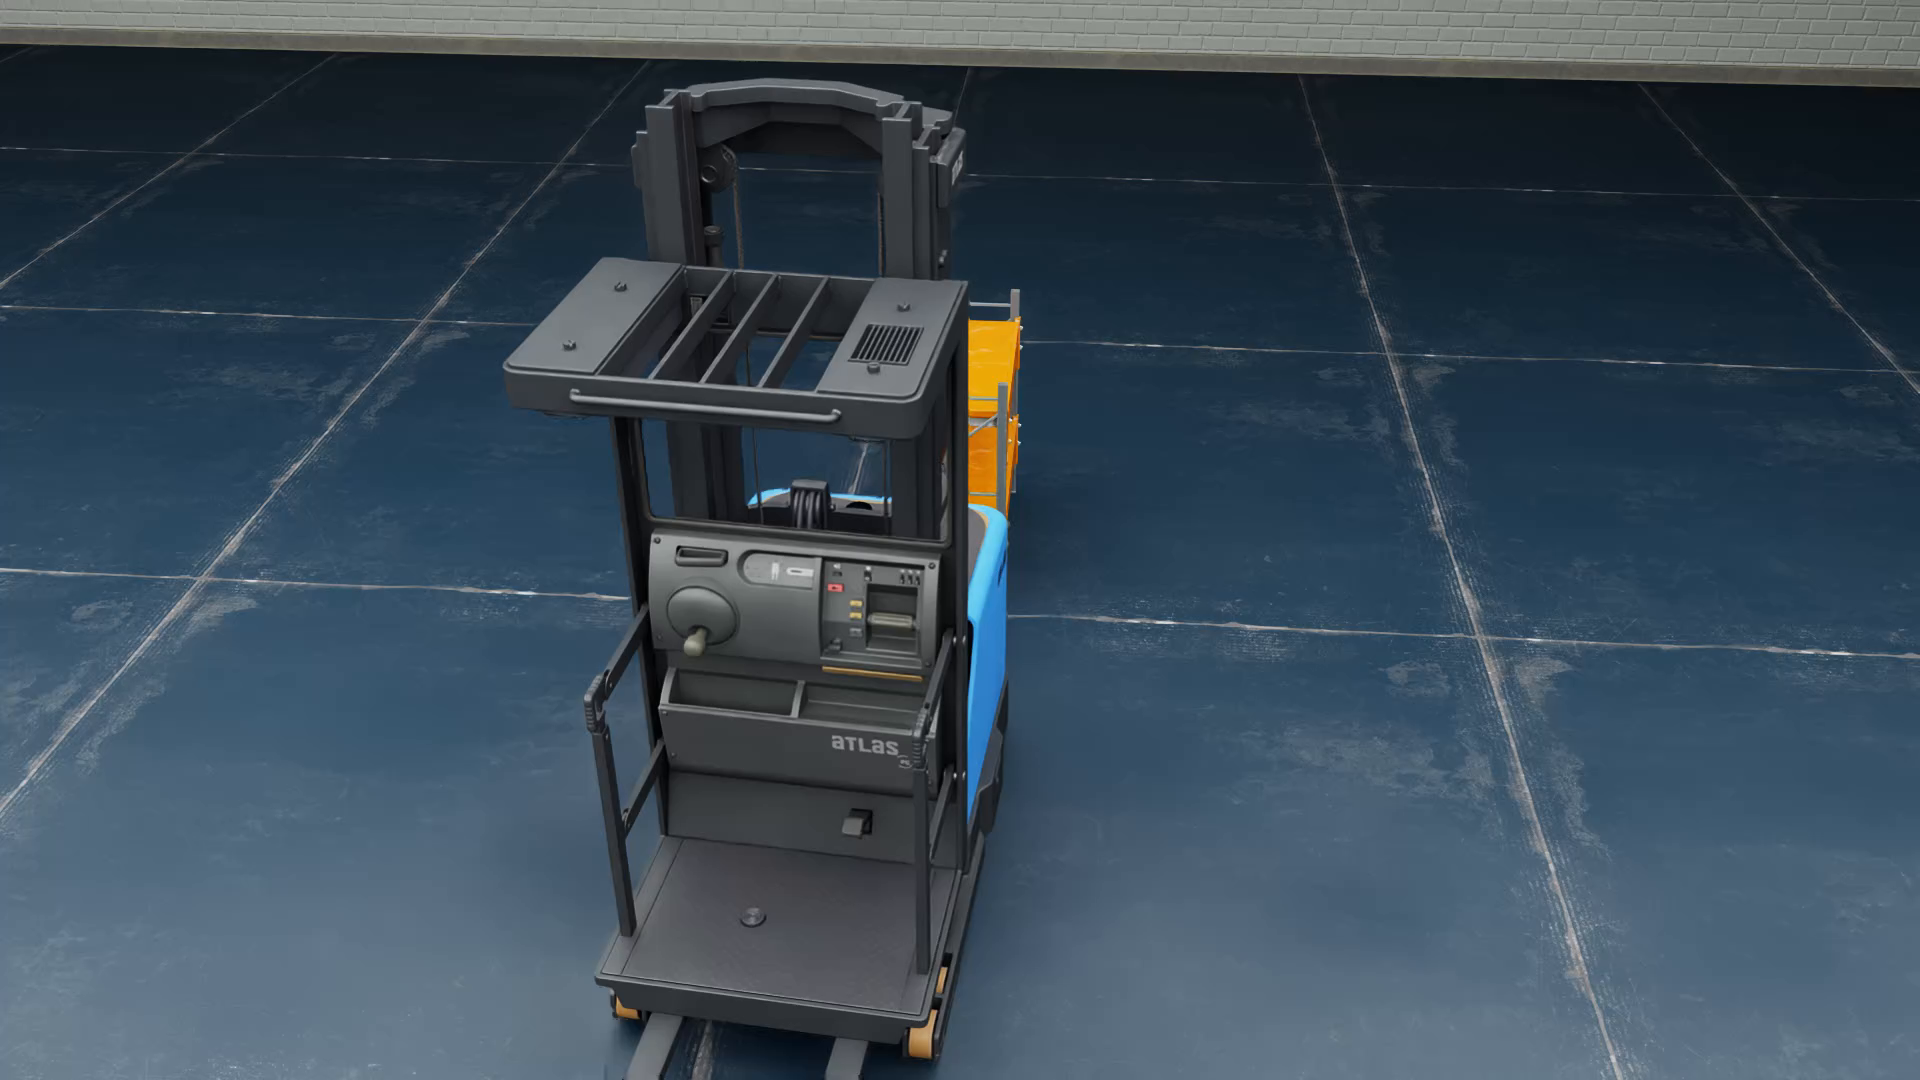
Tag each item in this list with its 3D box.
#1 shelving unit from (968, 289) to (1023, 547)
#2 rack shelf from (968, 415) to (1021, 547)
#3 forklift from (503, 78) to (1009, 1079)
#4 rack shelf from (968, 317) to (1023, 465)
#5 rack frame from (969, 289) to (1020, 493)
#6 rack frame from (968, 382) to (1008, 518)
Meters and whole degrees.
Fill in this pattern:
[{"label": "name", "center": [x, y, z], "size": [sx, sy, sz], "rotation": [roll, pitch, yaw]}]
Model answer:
[{"label": "shelving unit", "center": [-0.001, -0.475, 7.949], "size": [0.538, 1.125, 1.048], "rotation": [2, 32, 4]}, {"label": "rack shelf", "center": [-0.001, -0.267, 8.077], "size": [0.538, 0.278, 1.000], "rotation": [2, 32, 4]}, {"label": "forklift", "center": [-0.559, 0.253, 5.046], "size": [1.130, 2.935, 3.031], "rotation": [5, 32, 8]}, {"label": "rack shelf", "center": [-0.001, -0.725, 7.796], "size": [0.538, 0.278, 1.000], "rotation": [2, 32, 4]}, {"label": "rack frame", "center": [0.041, -0.741, 8.380], "size": [0.500, 1.125, 0.032], "rotation": [2, 32, 4]}, {"label": "rack frame", "center": [-0.042, -0.210, 7.518], "size": [0.500, 1.125, 0.032], "rotation": [2, 32, 4]}]
